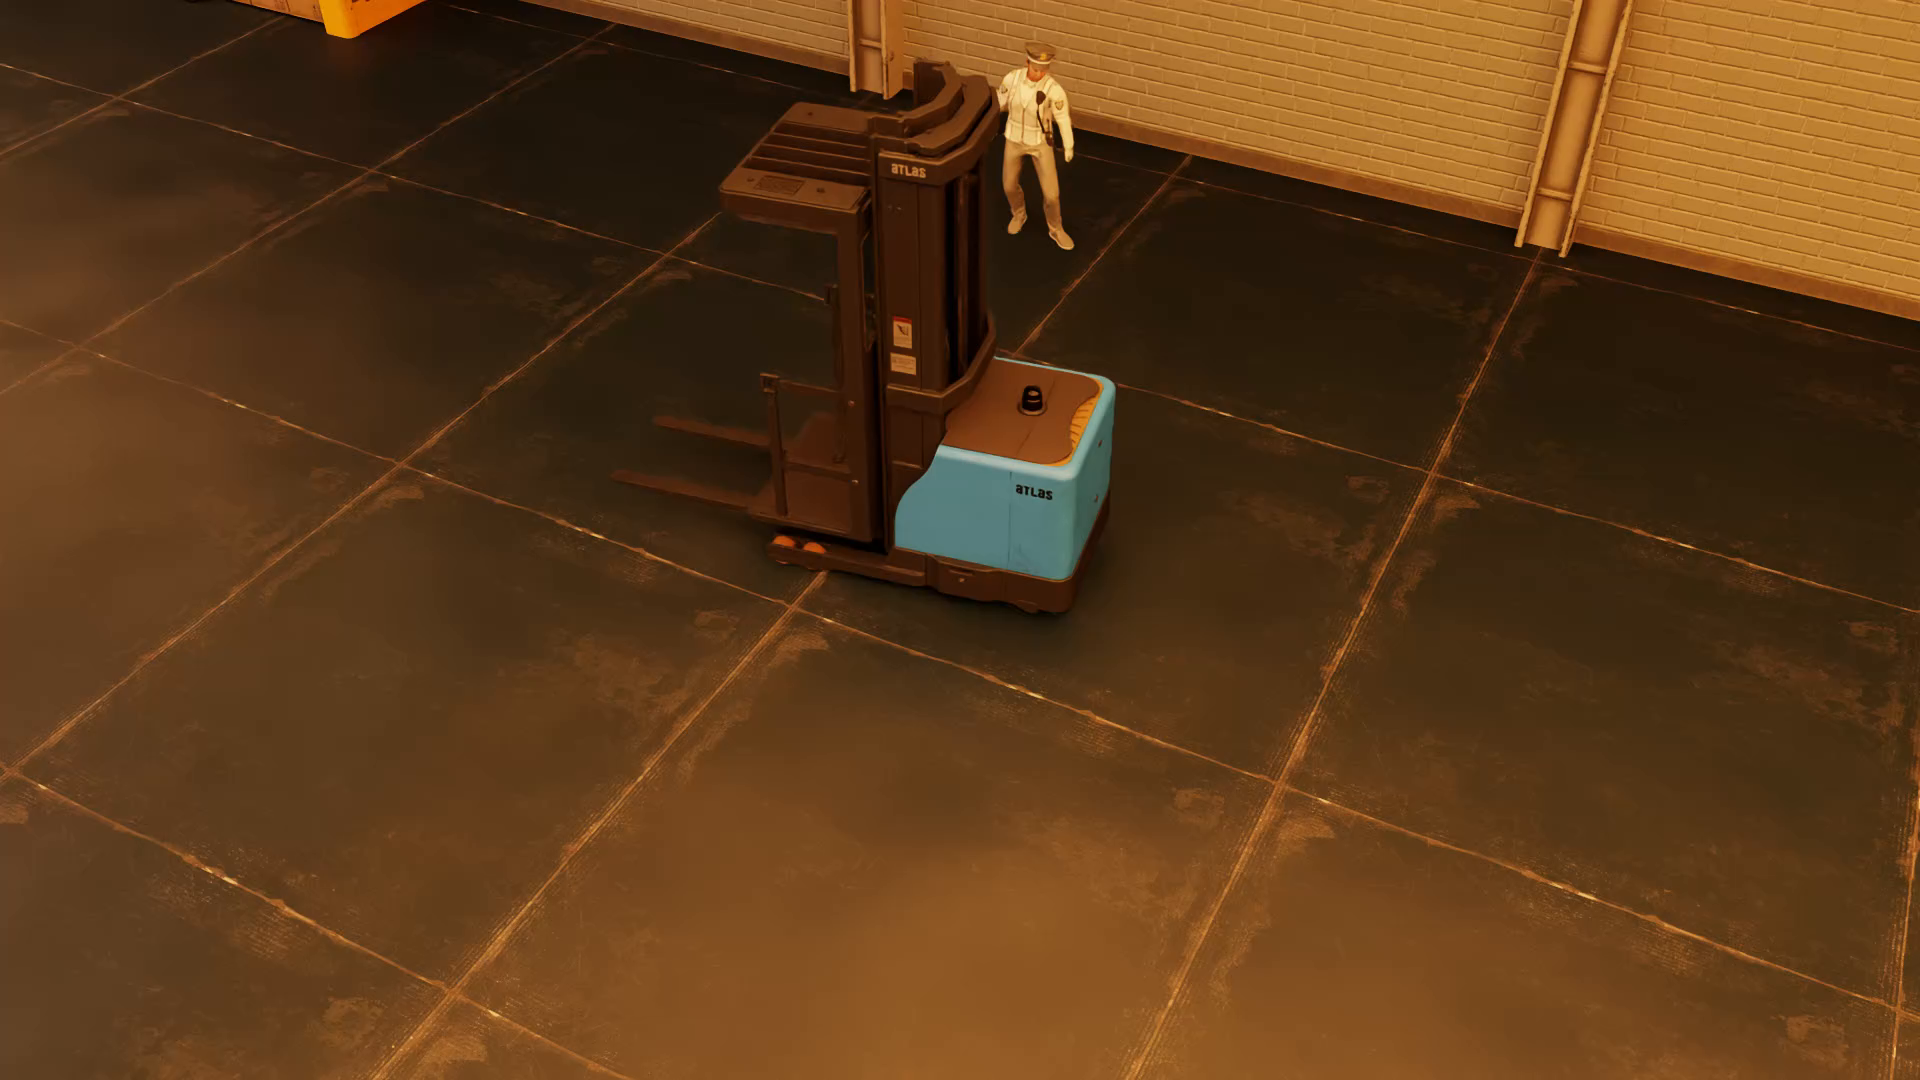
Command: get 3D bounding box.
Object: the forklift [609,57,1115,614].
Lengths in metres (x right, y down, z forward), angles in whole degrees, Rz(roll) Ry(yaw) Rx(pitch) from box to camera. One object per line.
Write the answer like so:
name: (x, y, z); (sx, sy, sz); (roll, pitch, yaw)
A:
forklift: (-0.652, -1.250, 9.471); (3.031, 2.935, 1.130); (12, 42, 14)

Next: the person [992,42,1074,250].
person: (0.546, -3.020, 12.623); (0.810, 1.642, 0.423); (17, 43, 19)
